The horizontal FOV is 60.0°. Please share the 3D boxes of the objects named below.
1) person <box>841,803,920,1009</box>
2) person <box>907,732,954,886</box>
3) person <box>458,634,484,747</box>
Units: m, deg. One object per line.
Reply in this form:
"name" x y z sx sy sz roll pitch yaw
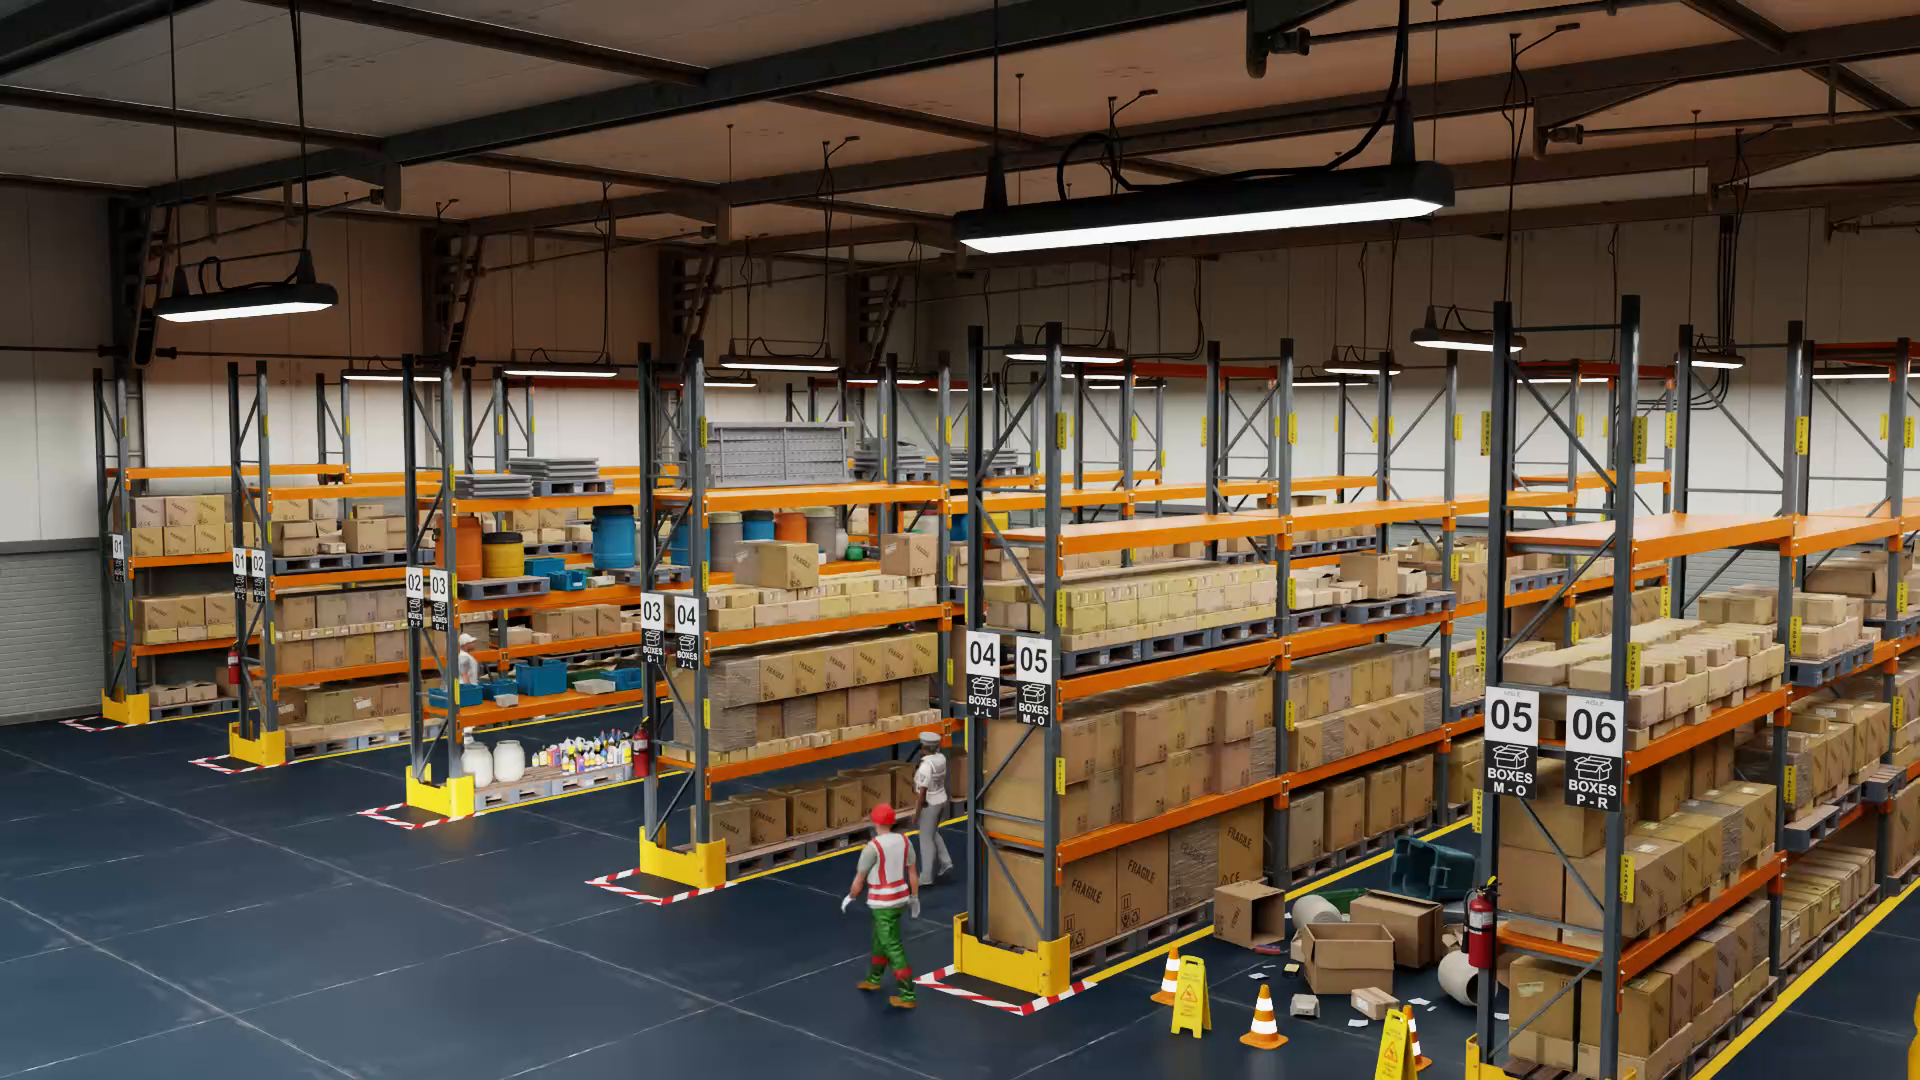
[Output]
"person" -0.700 3.193 14.637 0.832 1.777 0.559 3 5 34
"person" -0.314 2.969 18.467 0.423 1.683 0.556 1 4 18
"person" -7.698 2.346 25.972 0.497 1.784 0.554 -1 4 -14
